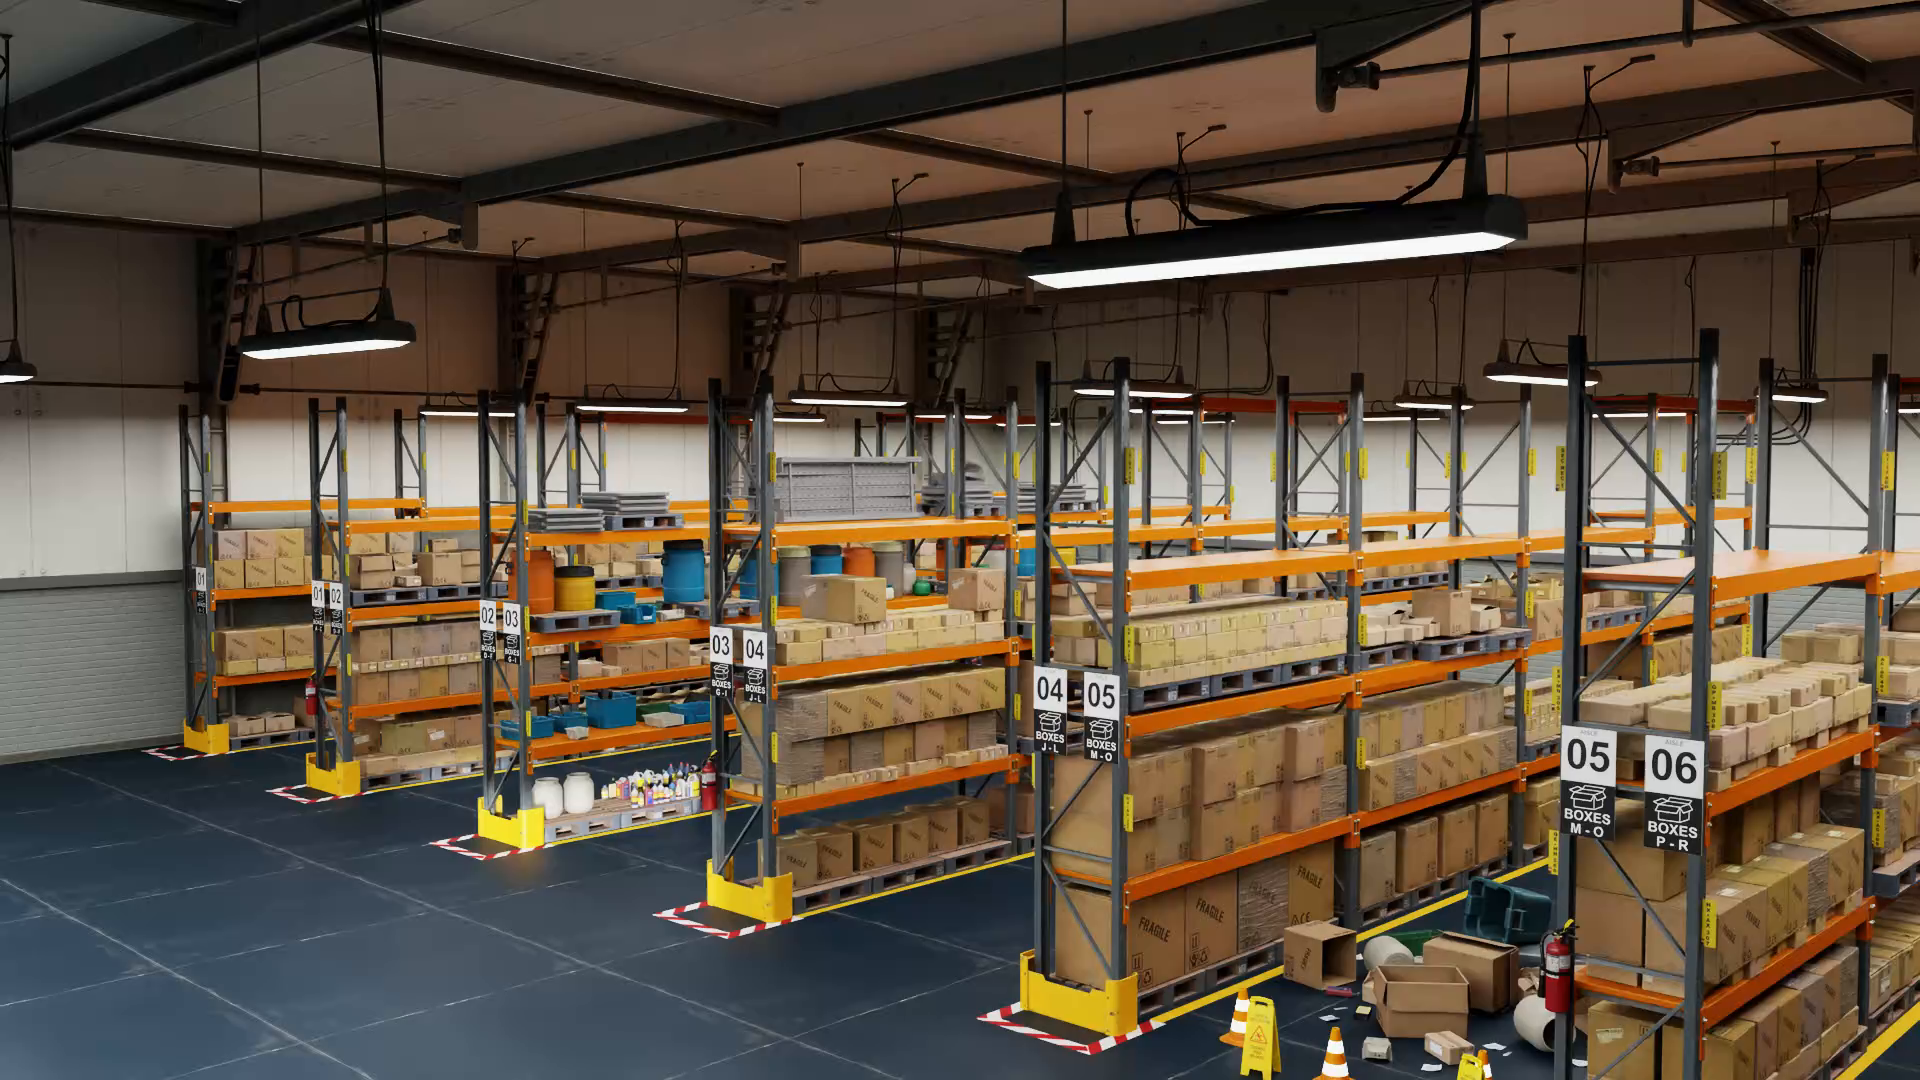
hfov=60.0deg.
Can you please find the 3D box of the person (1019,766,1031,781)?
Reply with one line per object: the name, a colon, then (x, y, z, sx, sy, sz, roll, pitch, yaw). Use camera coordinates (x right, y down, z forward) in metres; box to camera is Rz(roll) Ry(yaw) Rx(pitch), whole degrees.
person: (0.971, 3.075, 24.505, 0.571, 1.655, 0.720, -1, 3, -20)
